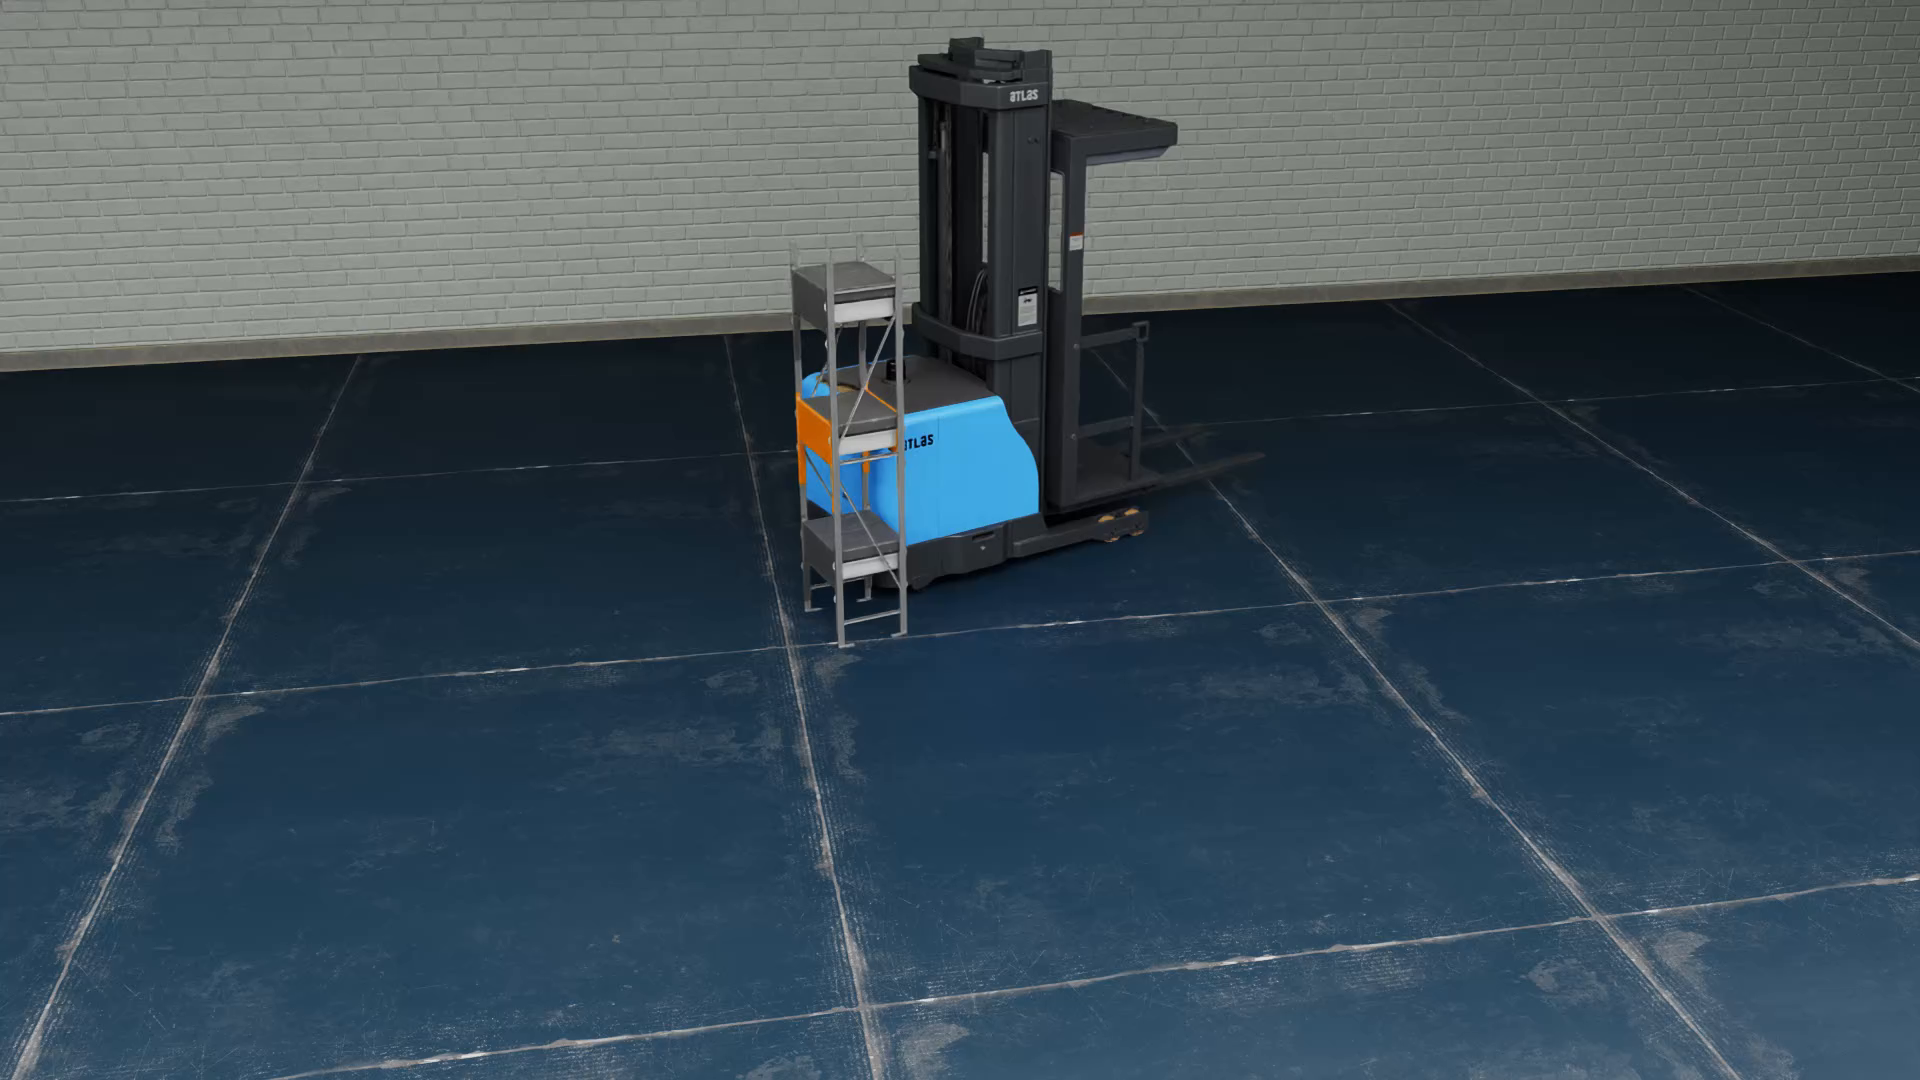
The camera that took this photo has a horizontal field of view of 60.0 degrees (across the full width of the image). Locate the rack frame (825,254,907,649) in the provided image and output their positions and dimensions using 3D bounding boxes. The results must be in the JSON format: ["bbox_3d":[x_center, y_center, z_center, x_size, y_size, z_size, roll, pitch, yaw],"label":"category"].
[{"bbox_3d":[-0.472,-0.416,8.580,0.400,2.100,0.015,-11,26,-24],"label":"rack frame"}]

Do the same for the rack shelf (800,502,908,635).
[{"bbox_3d":[-0.580,0.150,9.066,0.431,0.518,0.480,-11,26,-24],"label":"rack shelf"}]

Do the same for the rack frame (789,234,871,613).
[{"bbox_3d":[-0.688,-0.591,8.981,0.400,2.100,0.015,-11,26,-24],"label":"rack frame"}]

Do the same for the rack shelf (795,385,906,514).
[{"bbox_3d":[-0.580,-0.491,8.786,0.431,0.518,0.480,-11,26,-24],"label":"rack shelf"}]

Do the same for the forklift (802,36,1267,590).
[{"bbox_3d":[0.574,-1.489,9.997,3.031,2.935,1.130,-14,27,-29],"label":"forklift"}]

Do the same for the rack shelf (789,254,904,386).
[{"bbox_3d":[-0.580,-1.133,8.505,0.431,0.518,0.480,-11,26,-24],"label":"rack shelf"}]

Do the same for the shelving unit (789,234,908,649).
[{"bbox_3d":[-0.580,-0.504,8.780,0.431,2.100,0.503,-11,26,-24],"label":"shelving unit"}]
